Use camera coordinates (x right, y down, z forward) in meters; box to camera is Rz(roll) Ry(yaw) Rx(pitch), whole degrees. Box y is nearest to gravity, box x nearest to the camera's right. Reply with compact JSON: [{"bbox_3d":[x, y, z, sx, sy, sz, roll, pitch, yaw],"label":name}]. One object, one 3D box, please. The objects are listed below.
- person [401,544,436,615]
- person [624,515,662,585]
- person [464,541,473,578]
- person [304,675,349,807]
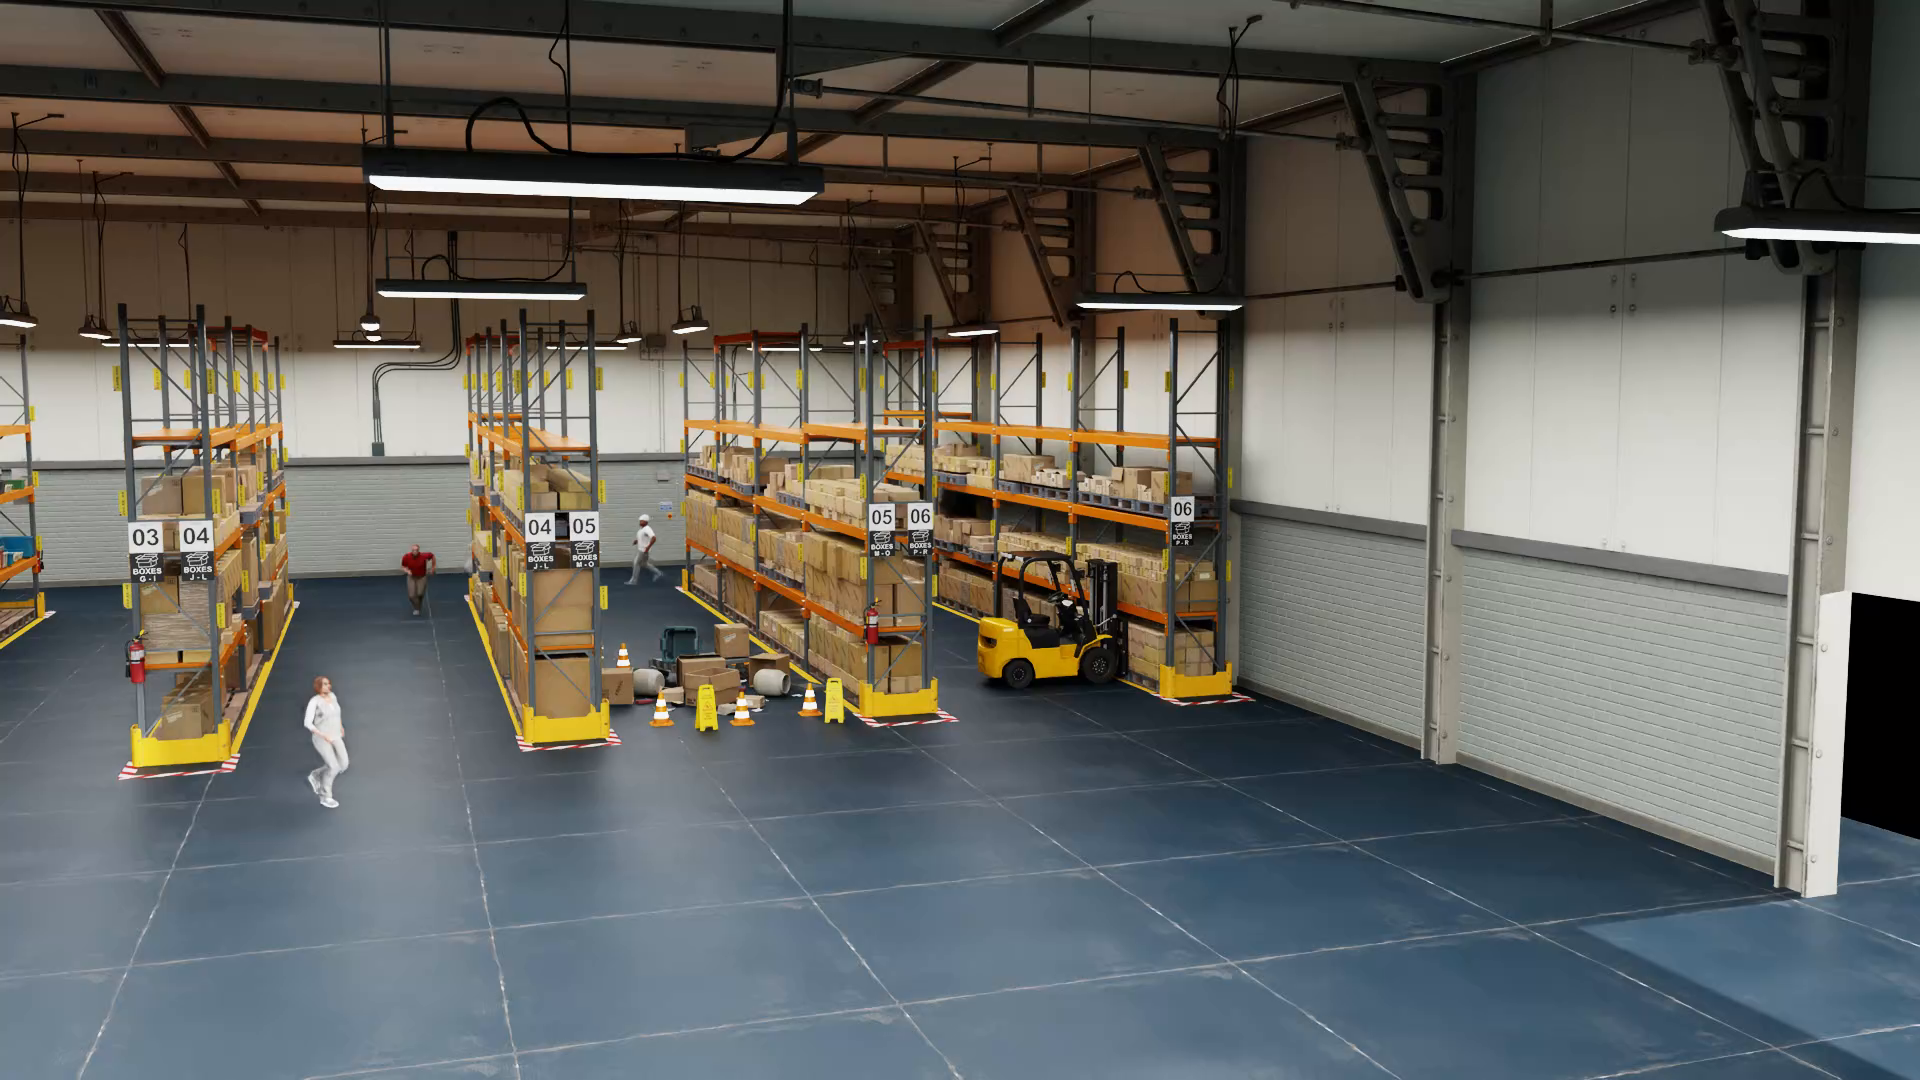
[{"bbox_3d":[-11.607,0.853,35.668,0.690,1.580,0.834,-1,6,-14],"label":"person"},{"bbox_3d":[-7.769,0.245,40.906,0.965,1.737,0.774,-2,6,-24],"label":"person"},{"bbox_3d":[-11.399,0.366,39.549,0.729,1.692,0.717,-2,6,-23],"label":"person"},{"bbox_3d":[-7.520,2.372,19.674,0.496,1.566,0.541,2,6,21],"label":"person"}]
